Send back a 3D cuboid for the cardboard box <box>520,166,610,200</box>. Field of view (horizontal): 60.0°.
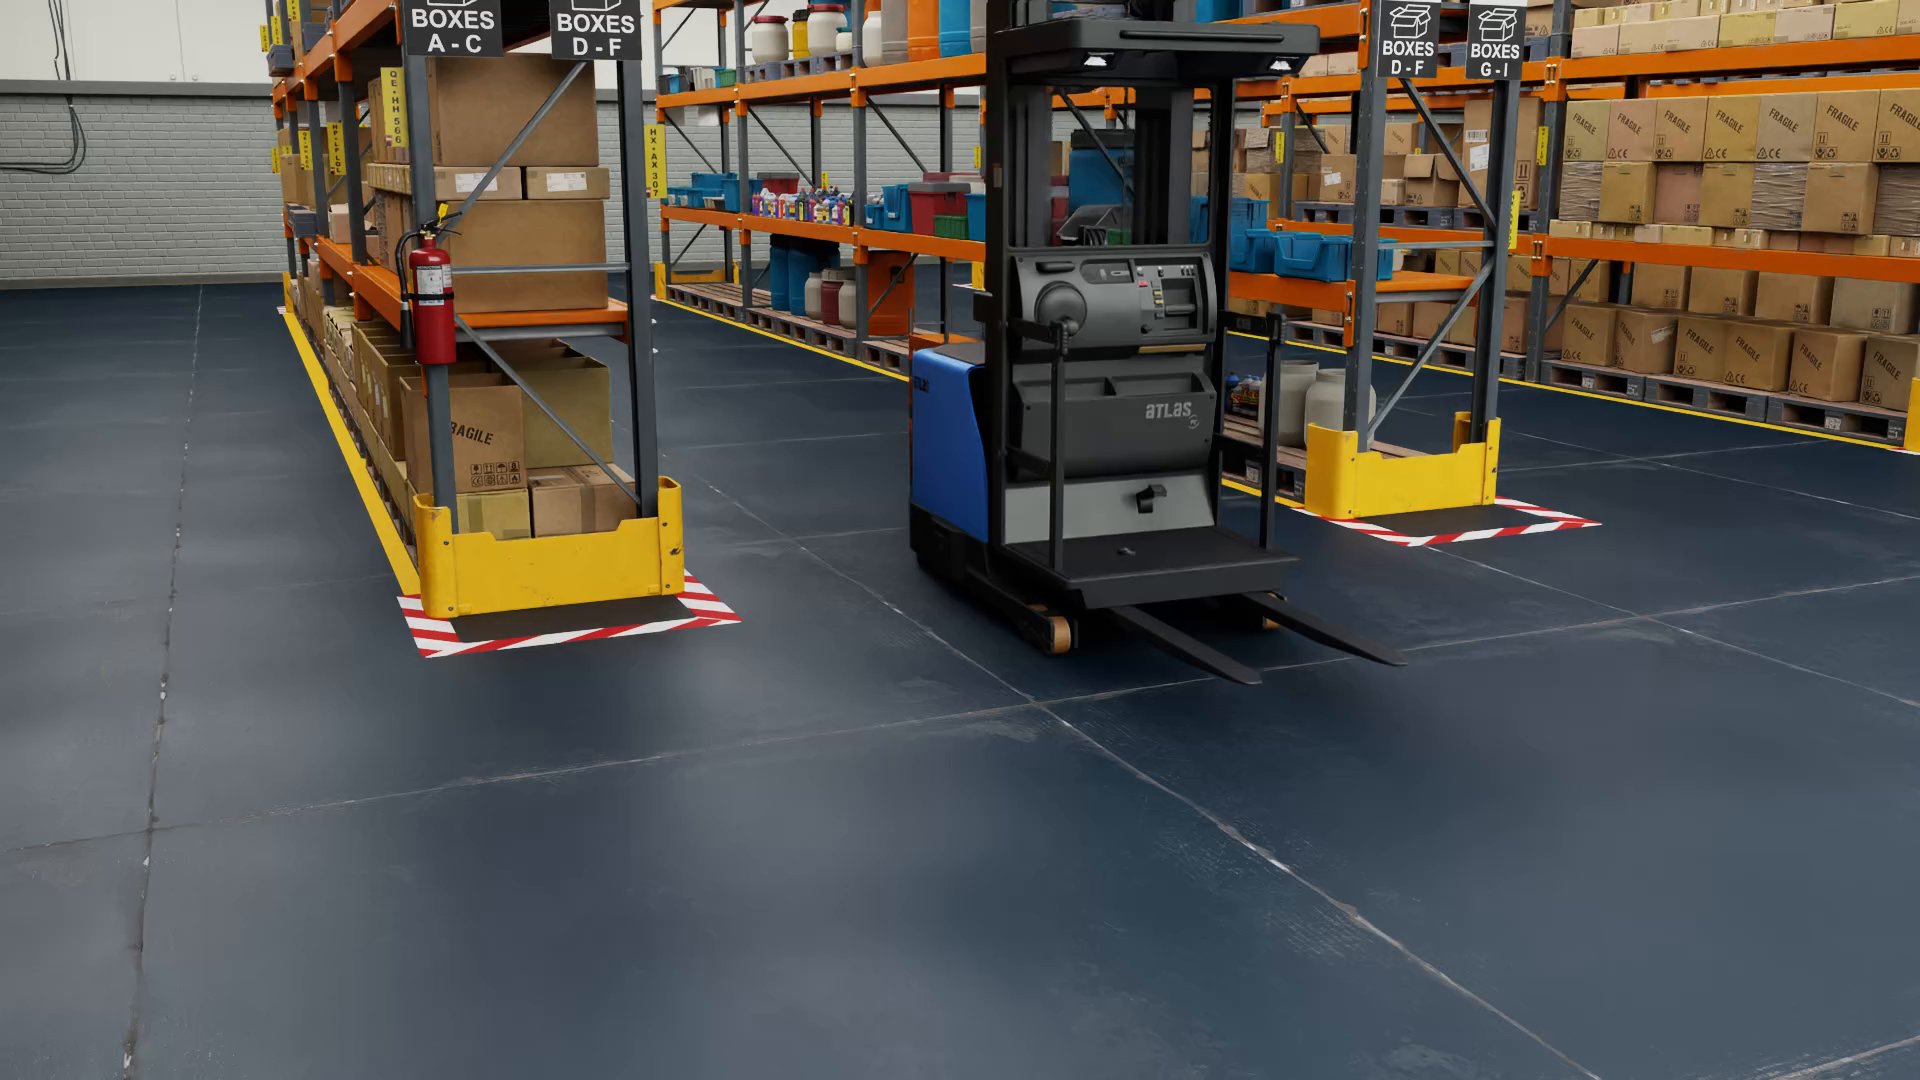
[{"bbox_3d":[-1.851,-1.668,7.762,0.380,0.149,0.250,-6,14,-23],"label":"cardboard box"}]

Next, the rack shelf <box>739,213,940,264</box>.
[{"bbox_3d":[-1.357,-3.365,18.350,1.077,0.370,4.000,-6,14,-23],"label":"rack shelf"}]

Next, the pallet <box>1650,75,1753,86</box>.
[{"bbox_3d":[8.874,-5.417,19.391,1.213,0.211,1.003,-5,14,-20],"label":"pallet"}]

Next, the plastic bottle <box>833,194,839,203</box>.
[{"bbox_3d":[-1.408,-3.791,18.881,0.097,0.271,0.097,0,13,0],"label":"plastic bottle"}]

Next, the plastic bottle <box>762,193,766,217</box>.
[{"bbox_3d":[-2.246,-3.881,19.273,0.097,0.271,0.097,0,13,0],"label":"plastic bottle"}]

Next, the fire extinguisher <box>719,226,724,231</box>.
[{"bbox_3d":[-3.404,-4.807,23.988,0.296,0.674,0.183,-6,14,-23],"label":"fire extinguisher"}]

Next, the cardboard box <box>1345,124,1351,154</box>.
[{"bbox_3d":[6.126,-5.970,24.911,0.500,0.500,0.500,-5,14,-21],"label":"cardboard box"}]

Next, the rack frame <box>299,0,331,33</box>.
[{"bbox_3d":[-5.095,-5.778,13.877,1.000,3.000,0.127,-6,14,-23],"label":"rack frame"}]

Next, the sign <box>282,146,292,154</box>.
[{"bbox_3d":[-7.192,-4.053,17.808,0.100,0.325,0.005,-6,14,-23],"label":"sign"}]

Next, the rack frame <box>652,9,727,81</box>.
[{"bbox_3d":[-3.760,-7.877,22.949,1.000,3.000,0.127,-6,14,-23],"label":"rack frame"}]

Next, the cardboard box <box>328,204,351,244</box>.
[{"bbox_3d":[-4.915,-2.609,13.690,0.500,0.311,0.500,-6,14,-24],"label":"cardboard box"}]

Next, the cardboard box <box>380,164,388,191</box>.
[{"bbox_3d":[-3.153,-2.110,9.672,0.380,0.149,0.250,-6,14,-25],"label":"cardboard box"}]

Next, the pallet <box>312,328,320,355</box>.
[{"bbox_3d":[-6.337,-2.158,17.728,1.003,0.211,1.213,-6,14,-23],"label":"pallet"}]

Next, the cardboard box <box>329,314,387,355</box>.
[{"bbox_3d":[-4.734,-1.645,13.249,0.500,0.311,0.500,-6,14,-24],"label":"cardboard box"}]

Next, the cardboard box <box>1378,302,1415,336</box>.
[{"bbox_3d":[4.737,-2.379,17.065,0.700,0.500,0.500,-4,14,-18],"label":"cardboard box"}]

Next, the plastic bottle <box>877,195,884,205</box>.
[{"bbox_3d":[-0.854,-3.606,18.059,0.061,0.283,0.133,-6,14,-23],"label":"plastic bottle"}]

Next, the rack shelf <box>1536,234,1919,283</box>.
[{"bbox_3d":[6.386,-2.159,13.142,1.077,0.370,4.000,-6,14,-23],"label":"rack shelf"}]

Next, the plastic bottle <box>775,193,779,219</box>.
[{"bbox_3d":[-2.046,-3.774,18.781,0.061,0.283,0.133,-6,14,-23],"label":"plastic bottle"}]

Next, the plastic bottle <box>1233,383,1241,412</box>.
[{"bbox_3d":[1.991,-1.015,11.832,0.097,0.201,0.097,0,13,0],"label":"plastic bottle"}]

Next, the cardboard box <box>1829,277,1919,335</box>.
[{"bbox_3d":[9.839,-2.579,17.417,1.050,0.750,0.750,-6,14,-23],"label":"cardboard box"}]

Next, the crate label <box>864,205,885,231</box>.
[{"bbox_3d":[-0.730,-3.099,15.980,0.303,0.233,0.416,-6,14,-23],"label":"crate label"}]

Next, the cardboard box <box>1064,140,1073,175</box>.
[{"bbox_3d":[1.754,-5.187,22.641,0.500,0.500,0.500,-5,14,-22],"label":"cardboard box"}]

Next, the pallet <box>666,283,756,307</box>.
[{"bbox_3d":[-3.465,-3.422,23.188,1.003,0.211,1.213,-6,14,-23],"label":"pallet"}]

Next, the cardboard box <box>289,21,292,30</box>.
[{"bbox_3d":[-6.928,-5.776,18.082,0.700,0.500,0.500,-6,14,-23],"label":"cardboard box"}]

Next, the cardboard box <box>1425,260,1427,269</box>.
[{"bbox_3d":[6.930,-4.111,24.713,0.380,0.149,0.250,-6,14,-23],"label":"cardboard box"}]

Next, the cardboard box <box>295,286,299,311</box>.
[{"bbox_3d":[-7.486,-2.833,19.446,0.500,0.311,0.500,-6,14,-23],"label":"cardboard box"}]

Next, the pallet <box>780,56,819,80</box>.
[{"bbox_3d":[-1.297,-5.110,18.065,1.003,0.211,1.213,-6,14,-23],"label":"pallet"}]

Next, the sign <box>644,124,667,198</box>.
[{"bbox_3d":[-1.380,-1.712,7.517,0.100,0.325,0.005,-6,14,-23],"label":"sign"}]

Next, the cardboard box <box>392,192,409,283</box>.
[{"bbox_3d":[-2.895,-1.774,9.661,0.700,0.500,0.500,-5,14,-22],"label":"cardboard box"}]

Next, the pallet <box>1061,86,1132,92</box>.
[{"bbox_3d":[2.062,-6.164,22.393,1.003,0.211,1.213,-6,14,-23],"label":"pallet"}]

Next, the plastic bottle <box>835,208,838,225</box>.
[{"bbox_3d":[-1.230,-3.323,17.017,0.097,0.201,0.097,0,13,0],"label":"plastic bottle"}]

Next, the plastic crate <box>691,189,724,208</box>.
[{"bbox_3d":[-3.315,-4.488,21.845,0.416,0.233,0.300,-6,14,-23],"label":"plastic crate"}]

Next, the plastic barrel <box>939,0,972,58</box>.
[{"bbox_3d":[0.120,-4.537,14.055,0.600,0.901,0.708,-6,14,-23],"label":"plastic barrel"}]

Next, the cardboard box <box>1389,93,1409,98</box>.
[{"bbox_3d":[6.522,-6.468,23.844,0.500,0.250,0.500,-5,14,-22],"label":"cardboard box"}]

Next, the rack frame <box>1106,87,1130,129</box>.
[{"bbox_3d":[2.381,-4.576,21.987,1.000,3.000,0.127,-6,14,-23],"label":"rack frame"}]

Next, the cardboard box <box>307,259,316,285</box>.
[{"bbox_3d":[-6.327,-2.715,16.853,0.500,0.250,0.500,-6,14,-23],"label":"cardboard box"}]

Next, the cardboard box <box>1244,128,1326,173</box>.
[{"bbox_3d":[3.705,-4.439,18.951,0.797,0.503,0.637,-5,14,-21],"label":"cardboard box"}]

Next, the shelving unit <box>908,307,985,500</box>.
[{"bbox_3d":[-0.066,-0.619,8.882,0.258,1.200,0.503,-6,14,-23],"label":"shelving unit"}]

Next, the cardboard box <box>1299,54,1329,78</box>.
[{"bbox_3d":[3.938,-5.017,17.576,0.500,0.250,0.500,-5,14,-22],"label":"cardboard box"}]

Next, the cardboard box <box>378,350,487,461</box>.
[{"bbox_3d":[-2.792,-0.722,8.840,0.500,0.500,0.500,-6,14,-23],"label":"cardboard box"}]

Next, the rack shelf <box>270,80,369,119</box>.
[{"bbox_3d":[-7.499,-5.206,19.653,1.077,0.370,4.000,-6,14,-23],"label":"rack shelf"}]

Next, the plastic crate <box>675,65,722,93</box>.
[{"bbox_3d":[-3.400,-6.045,21.823,0.504,0.338,0.767,-6,14,-23],"label":"plastic crate"}]

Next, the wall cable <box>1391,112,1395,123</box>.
[{"bbox_3d":[8.873,-8.085,34.899,0.588,1.984,0.122,-6,14,-23],"label":"wall cable"}]

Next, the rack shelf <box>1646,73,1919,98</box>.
[{"bbox_3d":[9.369,-4.874,18.220,1.077,0.370,4.000,-6,14,-23],"label":"rack shelf"}]

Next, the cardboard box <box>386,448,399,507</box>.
[{"bbox_3d":[-2.790,-0.357,8.926,0.500,0.250,0.500,-6,14,-23],"label":"cardboard box"}]

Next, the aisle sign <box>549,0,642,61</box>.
[{"bbox_3d":[-1.584,-2.483,7.180,0.394,0.787,0.004,-6,14,-23],"label":"aisle sign"}]

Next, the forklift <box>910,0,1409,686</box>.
[{"bbox_3d":[0.791,-2.037,9.466,3.137,3.703,7.990,-5,14,-21],"label":"forklift"}]

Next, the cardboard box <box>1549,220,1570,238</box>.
[{"bbox_3d":[5.396,-2.729,14.565,0.380,0.149,0.250,-6,14,-23],"label":"cardboard box"}]

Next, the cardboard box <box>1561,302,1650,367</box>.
[{"bbox_3d":[5.709,-1.823,14.708,0.500,0.500,0.500,-6,14,-25],"label":"cardboard box"}]

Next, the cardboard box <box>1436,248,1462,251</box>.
[{"bbox_3d":[7.020,-4.178,23.220,0.500,0.250,0.500,-6,14,-25],"label":"cardboard box"}]

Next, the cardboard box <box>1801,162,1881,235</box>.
[{"bbox_3d":[6.682,-2.499,12.132,0.875,0.500,0.500,-6,14,-23],"label":"cardboard box"}]

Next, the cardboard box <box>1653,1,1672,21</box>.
[{"bbox_3d":[5.829,-4.257,13.405,0.380,0.149,0.250,-5,14,-21],"label":"cardboard box"}]

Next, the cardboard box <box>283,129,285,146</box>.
[{"bbox_3d":[-7.547,-4.508,19.257,0.500,0.500,0.500,-6,14,-23],"label":"cardboard box"}]

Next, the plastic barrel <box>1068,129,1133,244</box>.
[{"bbox_3d":[1.170,-2.827,13.320,0.600,0.901,0.708,-6,14,-23],"label":"plastic barrel"}]

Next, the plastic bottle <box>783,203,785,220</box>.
[{"bbox_3d":[-1.929,-3.684,18.574,0.097,0.201,0.097,0,13,0],"label":"plastic bottle"}]

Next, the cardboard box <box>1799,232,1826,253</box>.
[{"bbox_3d":[6.489,-2.221,12.372,0.380,0.149,0.250,-6,14,-23],"label":"cardboard box"}]
